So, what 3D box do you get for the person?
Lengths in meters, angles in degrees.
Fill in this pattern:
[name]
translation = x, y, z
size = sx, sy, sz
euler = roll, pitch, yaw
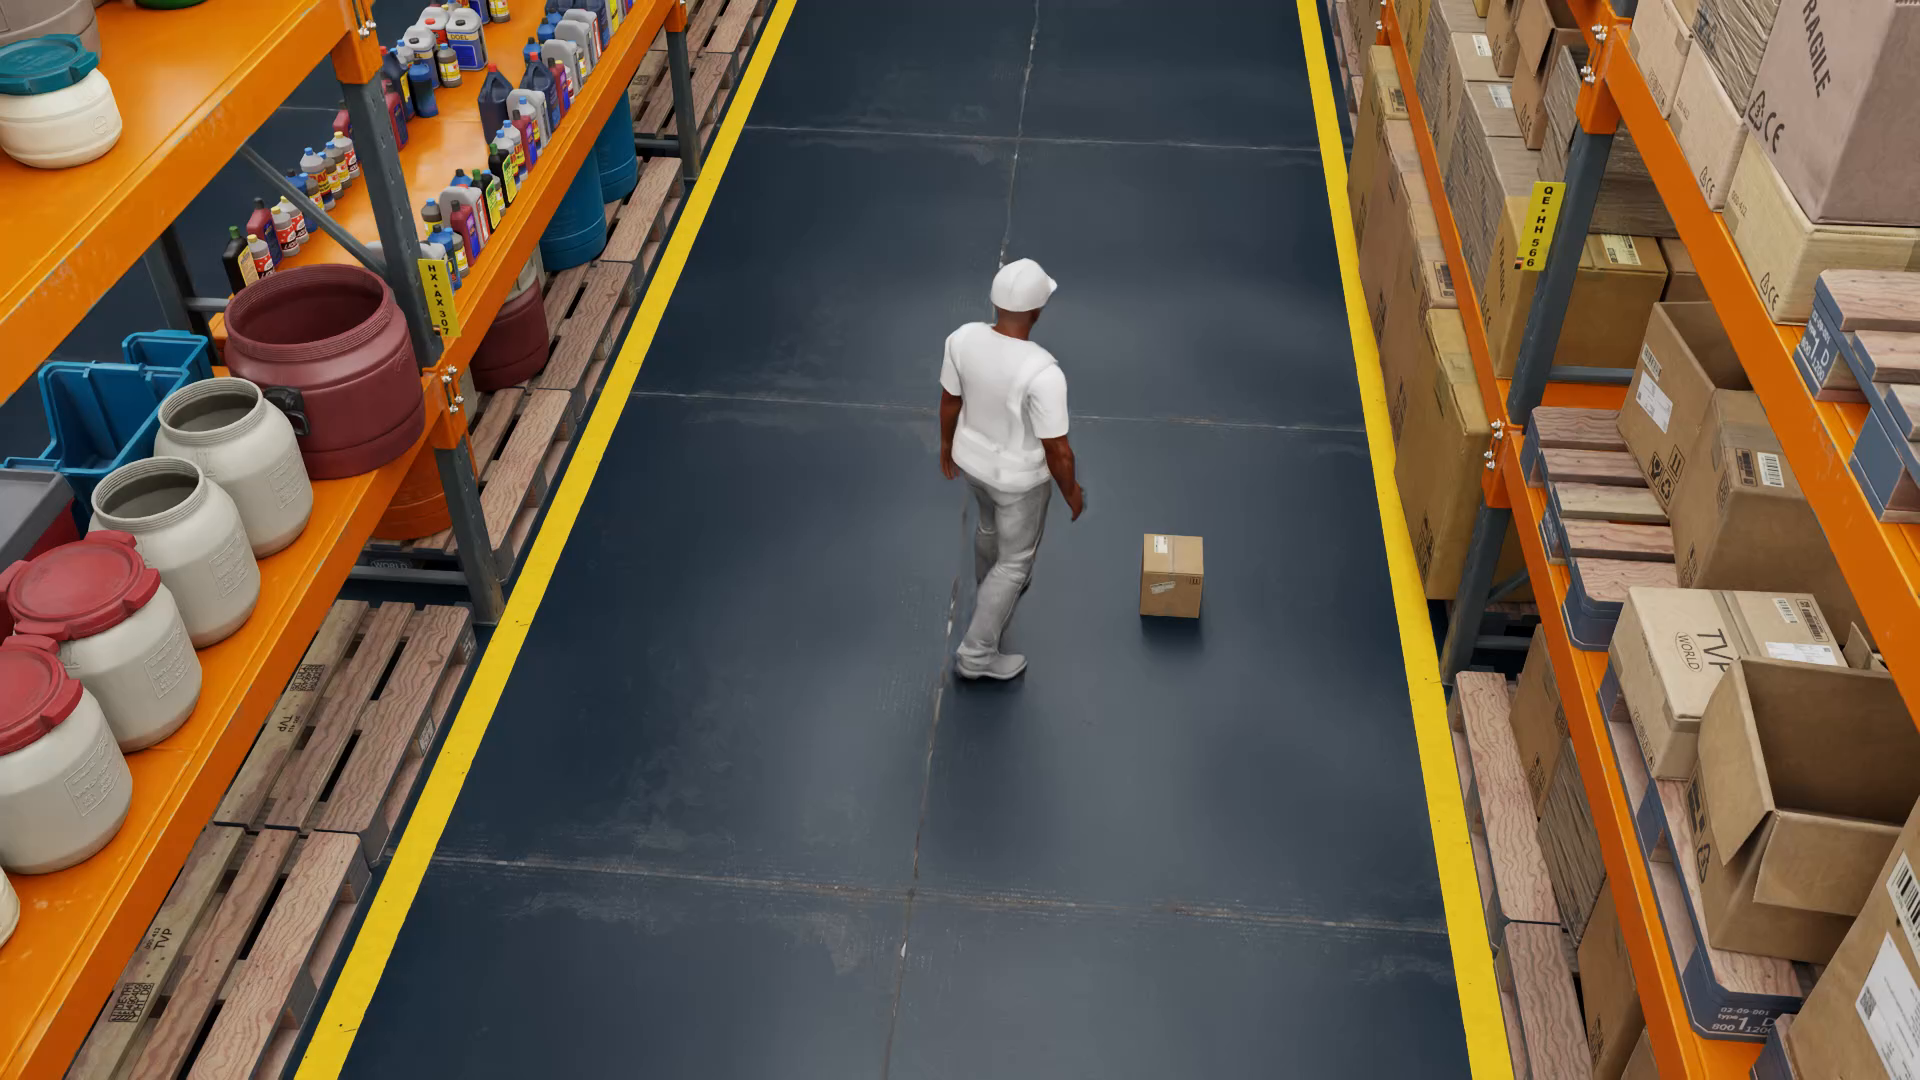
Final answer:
[person]
translation = 0.176, -0.283, 6.488
size = 0.635, 1.755, 0.723
euler = 31, 49, 32
